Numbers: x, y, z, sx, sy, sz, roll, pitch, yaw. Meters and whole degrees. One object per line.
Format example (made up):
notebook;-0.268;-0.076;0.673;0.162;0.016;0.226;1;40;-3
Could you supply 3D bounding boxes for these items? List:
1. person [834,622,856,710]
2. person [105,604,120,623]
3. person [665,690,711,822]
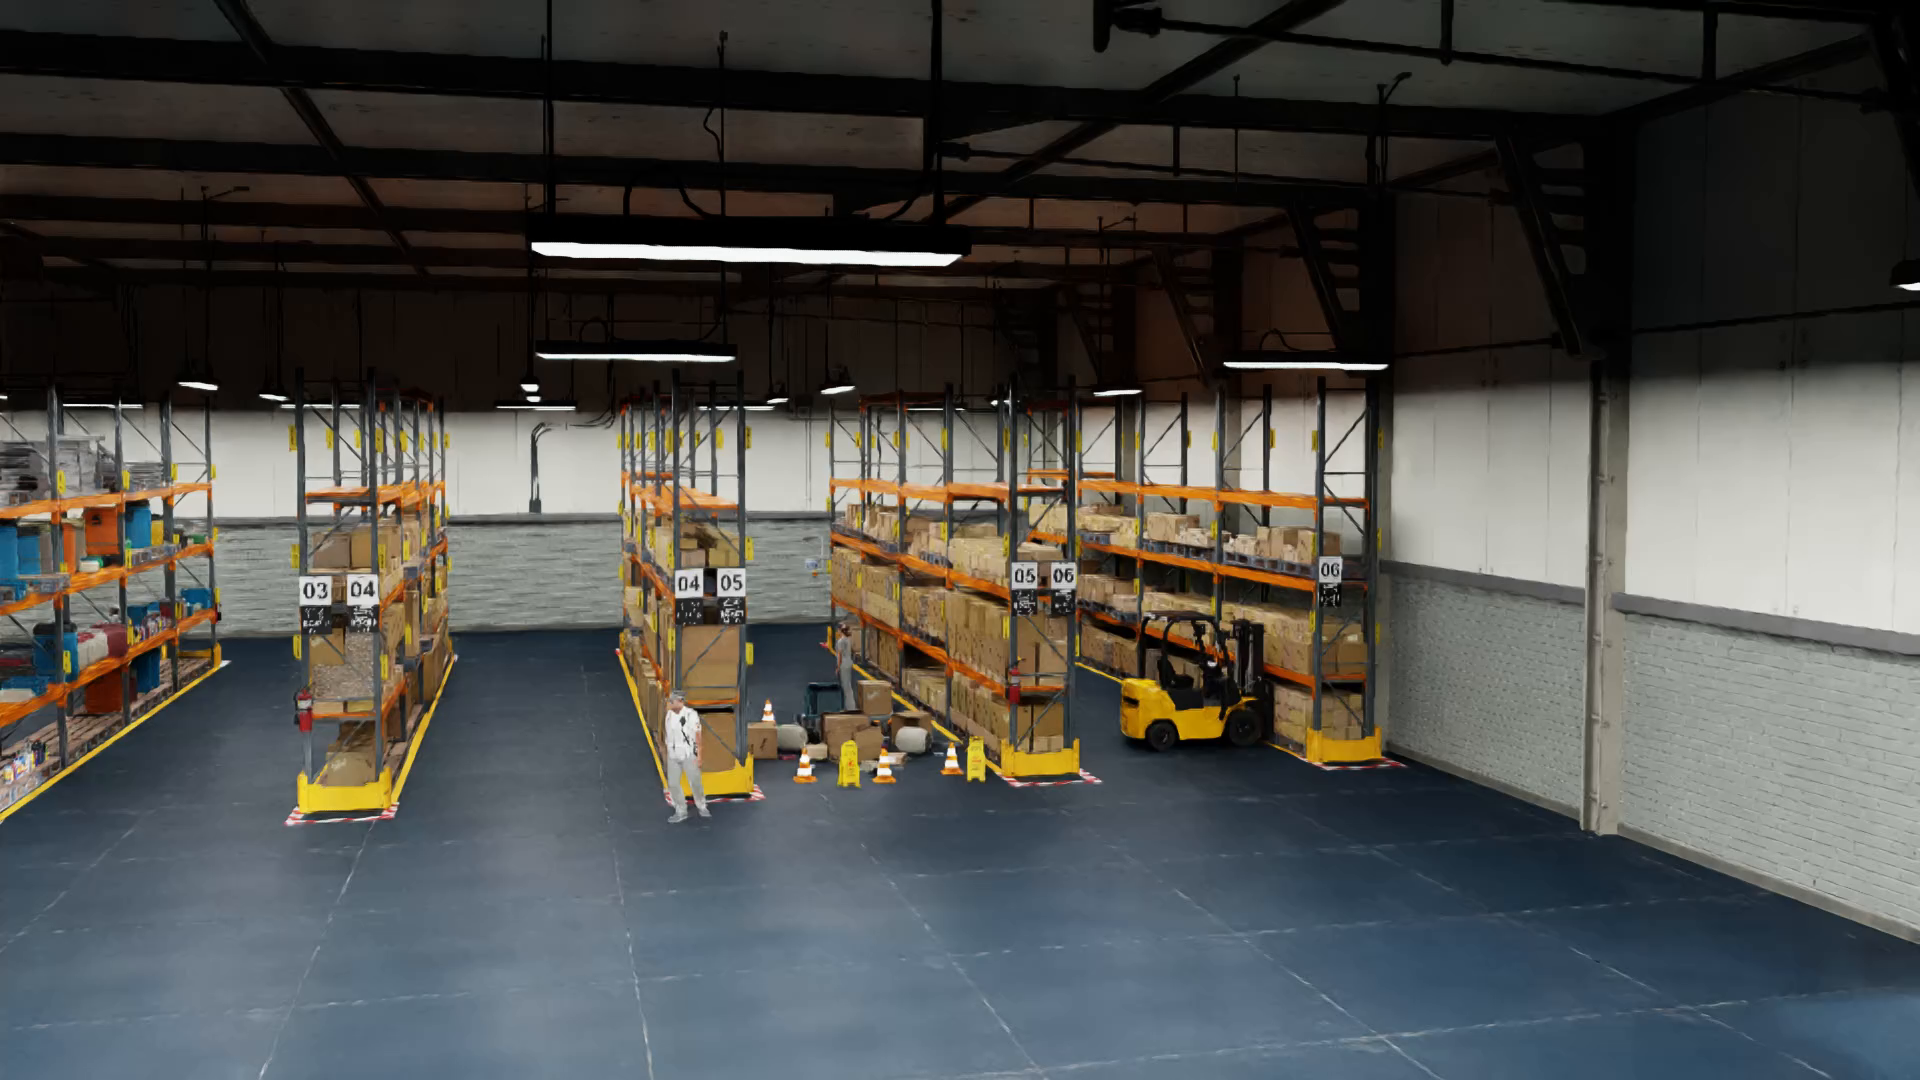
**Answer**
person;-2.156;2.333;30.464;0.569;1.668;0.561;1;3;13
person;-17.225;2.133;33.878;0.552;1.664;0.573;1;3;9
person;-3.612;2.823;21.969;0.587;1.743;0.586;1;4;23
